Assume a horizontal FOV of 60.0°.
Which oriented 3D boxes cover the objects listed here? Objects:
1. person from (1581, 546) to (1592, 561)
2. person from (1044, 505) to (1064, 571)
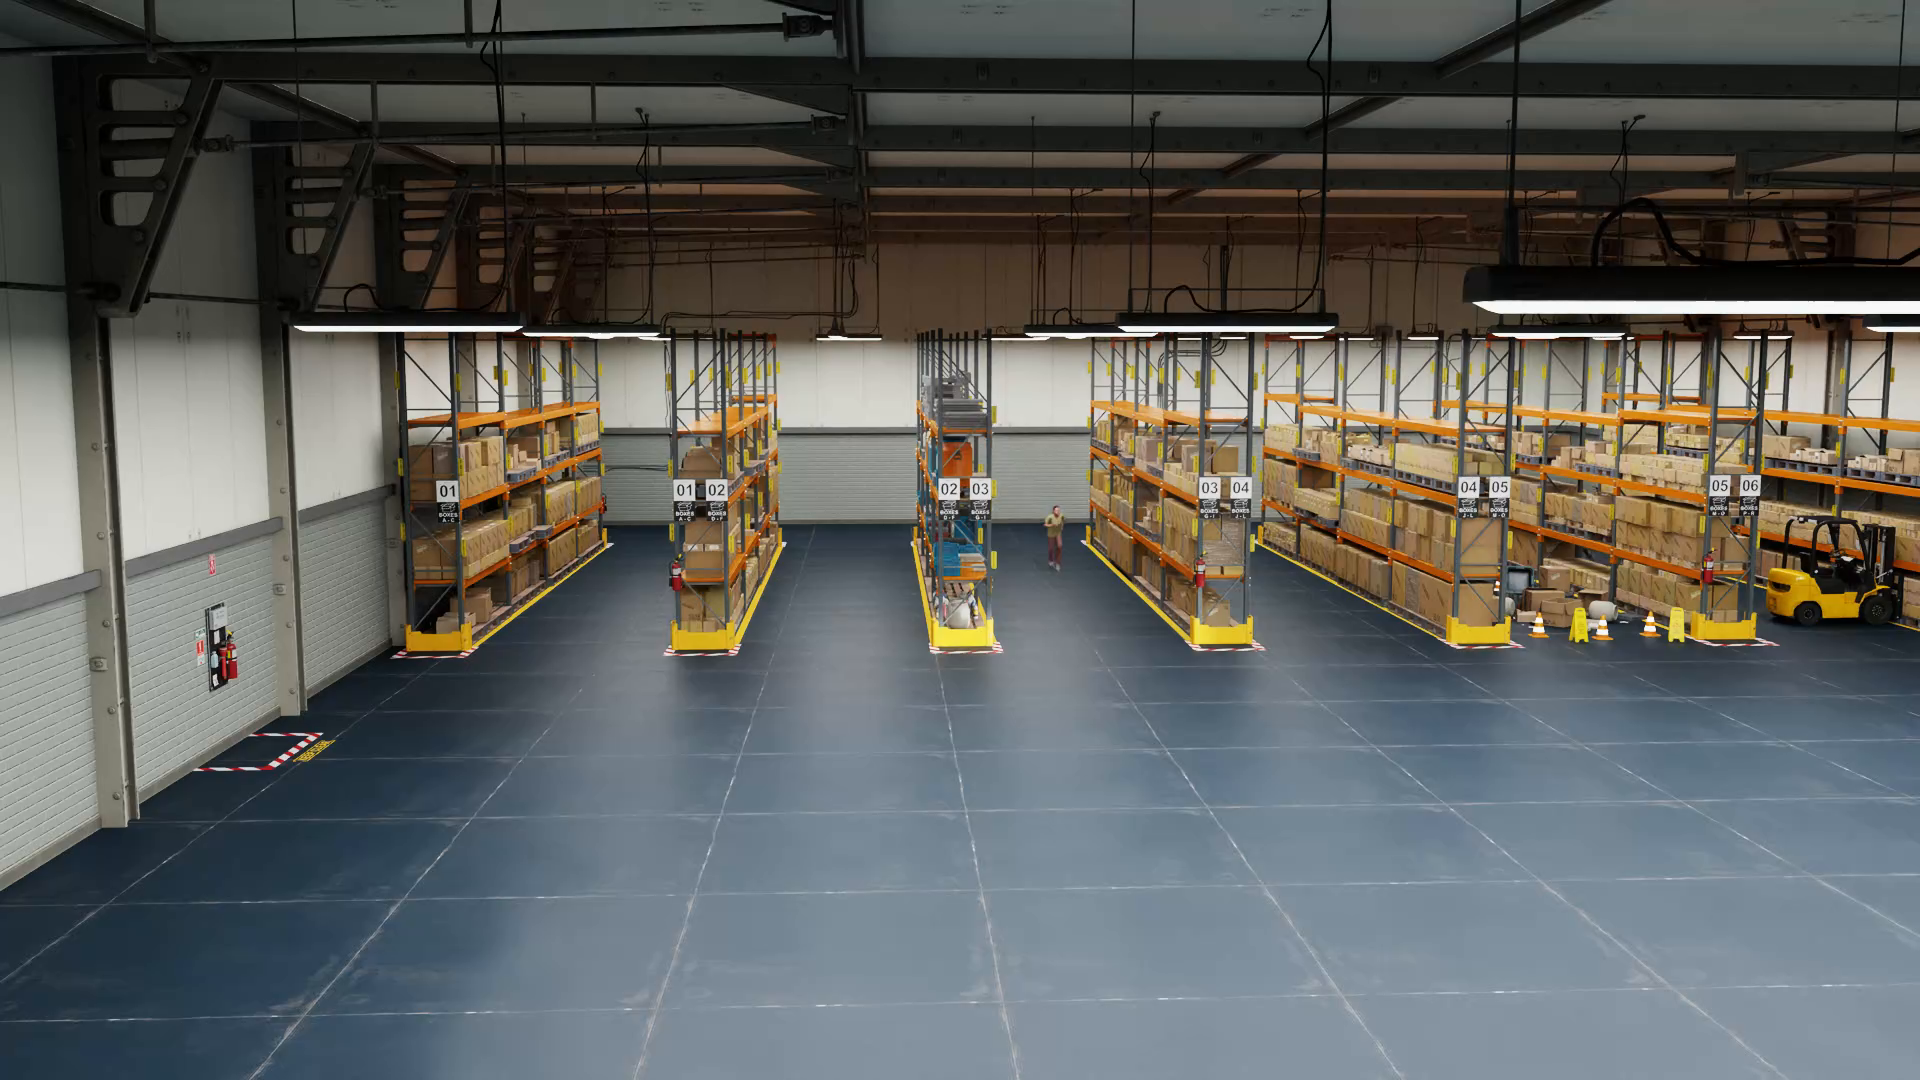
[{"bbox_3d":[16.015,-0.221,42.927,0.710,1.756,0.950,-1,7,-9],"label":"person"},{"bbox_3d":[2.383,-0.072,42.363,0.575,1.668,0.915,-1,7,-8],"label":"person"}]
